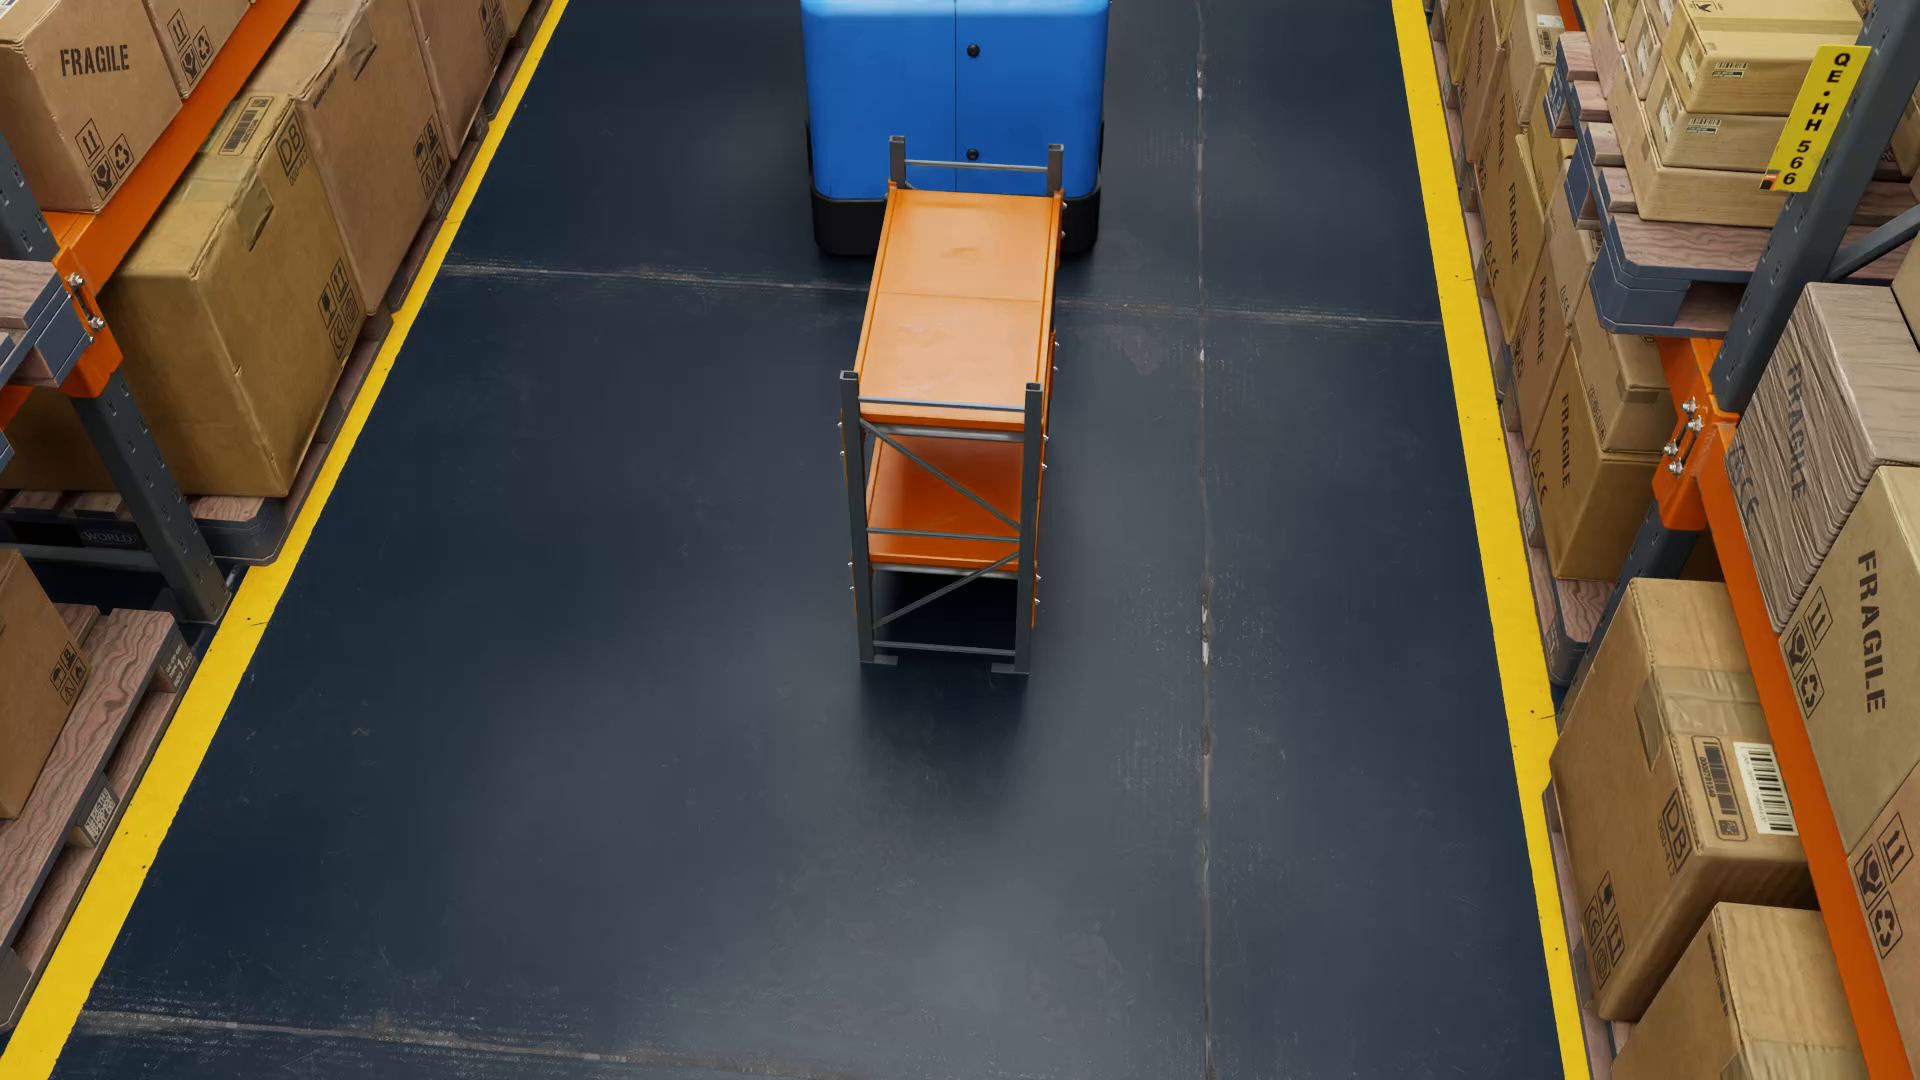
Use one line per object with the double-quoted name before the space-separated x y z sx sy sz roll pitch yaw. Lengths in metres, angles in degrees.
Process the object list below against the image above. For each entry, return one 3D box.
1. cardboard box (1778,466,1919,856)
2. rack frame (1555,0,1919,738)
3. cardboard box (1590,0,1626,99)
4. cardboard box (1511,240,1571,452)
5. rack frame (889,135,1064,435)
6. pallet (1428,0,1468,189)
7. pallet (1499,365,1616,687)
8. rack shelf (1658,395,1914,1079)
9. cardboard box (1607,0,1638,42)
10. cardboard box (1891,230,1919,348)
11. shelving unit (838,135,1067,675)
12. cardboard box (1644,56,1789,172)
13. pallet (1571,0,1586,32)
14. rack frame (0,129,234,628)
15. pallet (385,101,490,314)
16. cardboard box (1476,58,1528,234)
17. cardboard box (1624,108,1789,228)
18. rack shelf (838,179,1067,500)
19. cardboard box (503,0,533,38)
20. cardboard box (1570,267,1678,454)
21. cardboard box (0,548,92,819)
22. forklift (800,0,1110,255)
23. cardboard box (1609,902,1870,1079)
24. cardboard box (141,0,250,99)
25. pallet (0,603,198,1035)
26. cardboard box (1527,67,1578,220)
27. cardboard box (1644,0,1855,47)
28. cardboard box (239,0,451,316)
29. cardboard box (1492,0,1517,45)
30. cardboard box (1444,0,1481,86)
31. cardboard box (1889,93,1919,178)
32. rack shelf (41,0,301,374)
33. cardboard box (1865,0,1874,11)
"cardboard box" 1.849 0.231 2.938 0.500 0.500 0.500 3 48 3
"rack frame" 2.202 -0.421 3.602 1.000 3.000 0.127 4 48 4
"cardboard box" 1.837 -1.243 4.239 0.380 0.149 0.250 5 48 4
"cardboard box" 2.053 -0.601 5.177 0.500 0.500 0.500 6 48 5
"rack frame" 0.047 -0.758 5.181 0.500 1.125 0.032 4 48 4
"pallet" 2.497 -1.847 6.796 1.003 0.211 1.213 4 48 4
"pallet" 2.275 -0.054 5.156 1.003 0.211 1.213 4 48 4
"rack shelf" 2.020 1.292 2.523 1.077 0.370 4.000 4 48 4
"cardboard box" 1.838 -1.362 4.147 0.380 0.149 0.250 5 48 4
"cardboard box" 2.152 -0.463 2.895 0.700 0.500 0.500 4 48 3
"shelving unit" 0.001 -0.385 4.839 0.538 1.125 1.048 4 48 4
"cardboard box" 1.794 -0.972 3.790 0.380 0.149 0.250 5 48 4
"pallet" 2.342 -1.813 5.006 1.003 0.211 1.213 4 48 4
"rack frame" -2.728 -0.829 3.975 1.000 3.000 0.127 4 48 4
"pallet" -2.467 -1.356 6.347 1.003 0.211 1.213 4 48 4
"cardboard box" 2.155 -1.358 5.869 0.500 0.500 0.500 5 48 4
"cardboard box" 1.790 -0.871 3.900 0.380 0.149 0.250 5 48 4
"rack shelf" 0.001 -0.582 4.623 0.538 0.278 1.000 4 48 4
"cardboard box" -2.402 -2.721 6.861 1.225 0.875 0.875 4 48 4
"cardboard box" 2.004 -0.492 4.569 0.500 0.250 0.500 3 48 3
"cardboard box" -2.769 0.360 4.284 0.700 0.500 0.500 2 48 1
"forklift" -0.029 -3.108 6.106 1.130 2.935 3.031 0 48 0
"cardboard box" 1.981 1.281 3.286 1.050 0.750 0.750 5 48 4
"cardboard box" -2.368 -1.580 4.595 0.500 0.500 0.500 3 48 2
"pallet" -2.800 0.687 4.479 1.003 0.211 1.213 4 48 4
"cardboard box" 2.101 -1.236 5.249 0.500 0.250 0.500 5 48 4
"cardboard box" 1.816 -1.254 3.847 0.380 0.149 0.250 3 48 3
"cardboard box" -2.555 -1.413 5.665 1.225 0.875 0.875 4 48 4
"cardboard box" 2.190 -1.995 5.943 0.500 0.250 0.500 5 48 5
"cardboard box" 2.235 -2.133 6.578 0.500 0.500 0.500 6 48 5
"cardboard box" 2.469 -0.990 4.008 0.380 0.149 0.250 6 48 5
"rack shelf" -2.545 -2.055 5.585 1.077 0.370 4.000 4 48 4
"cardboard box" 2.490 -1.316 4.105 0.380 0.149 0.250 3 48 2
